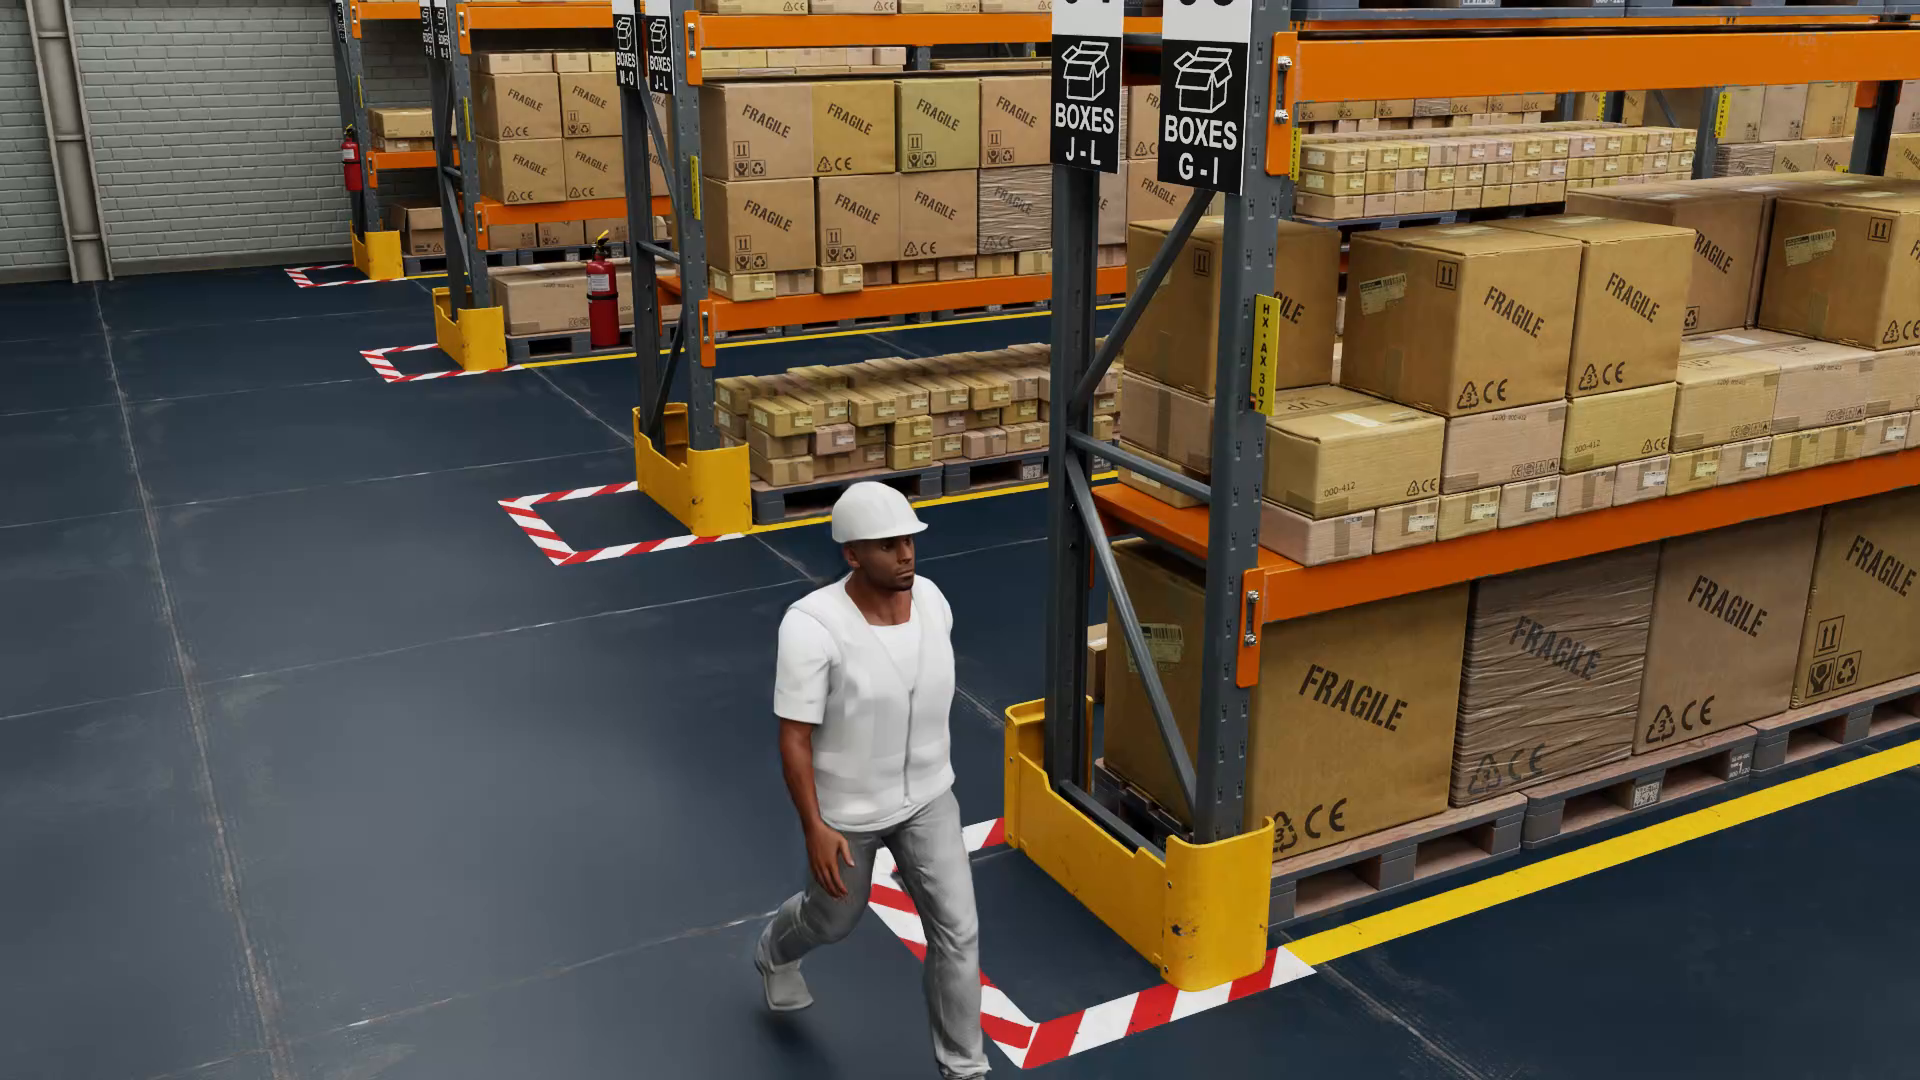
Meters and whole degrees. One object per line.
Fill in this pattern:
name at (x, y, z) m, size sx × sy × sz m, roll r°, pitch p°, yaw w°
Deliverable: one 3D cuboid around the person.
person at (-0.227, 0.678, 4.481) m, size 0.588 × 1.725 × 1.030 m, roll -12°, pitch 22°, yaw -32°
